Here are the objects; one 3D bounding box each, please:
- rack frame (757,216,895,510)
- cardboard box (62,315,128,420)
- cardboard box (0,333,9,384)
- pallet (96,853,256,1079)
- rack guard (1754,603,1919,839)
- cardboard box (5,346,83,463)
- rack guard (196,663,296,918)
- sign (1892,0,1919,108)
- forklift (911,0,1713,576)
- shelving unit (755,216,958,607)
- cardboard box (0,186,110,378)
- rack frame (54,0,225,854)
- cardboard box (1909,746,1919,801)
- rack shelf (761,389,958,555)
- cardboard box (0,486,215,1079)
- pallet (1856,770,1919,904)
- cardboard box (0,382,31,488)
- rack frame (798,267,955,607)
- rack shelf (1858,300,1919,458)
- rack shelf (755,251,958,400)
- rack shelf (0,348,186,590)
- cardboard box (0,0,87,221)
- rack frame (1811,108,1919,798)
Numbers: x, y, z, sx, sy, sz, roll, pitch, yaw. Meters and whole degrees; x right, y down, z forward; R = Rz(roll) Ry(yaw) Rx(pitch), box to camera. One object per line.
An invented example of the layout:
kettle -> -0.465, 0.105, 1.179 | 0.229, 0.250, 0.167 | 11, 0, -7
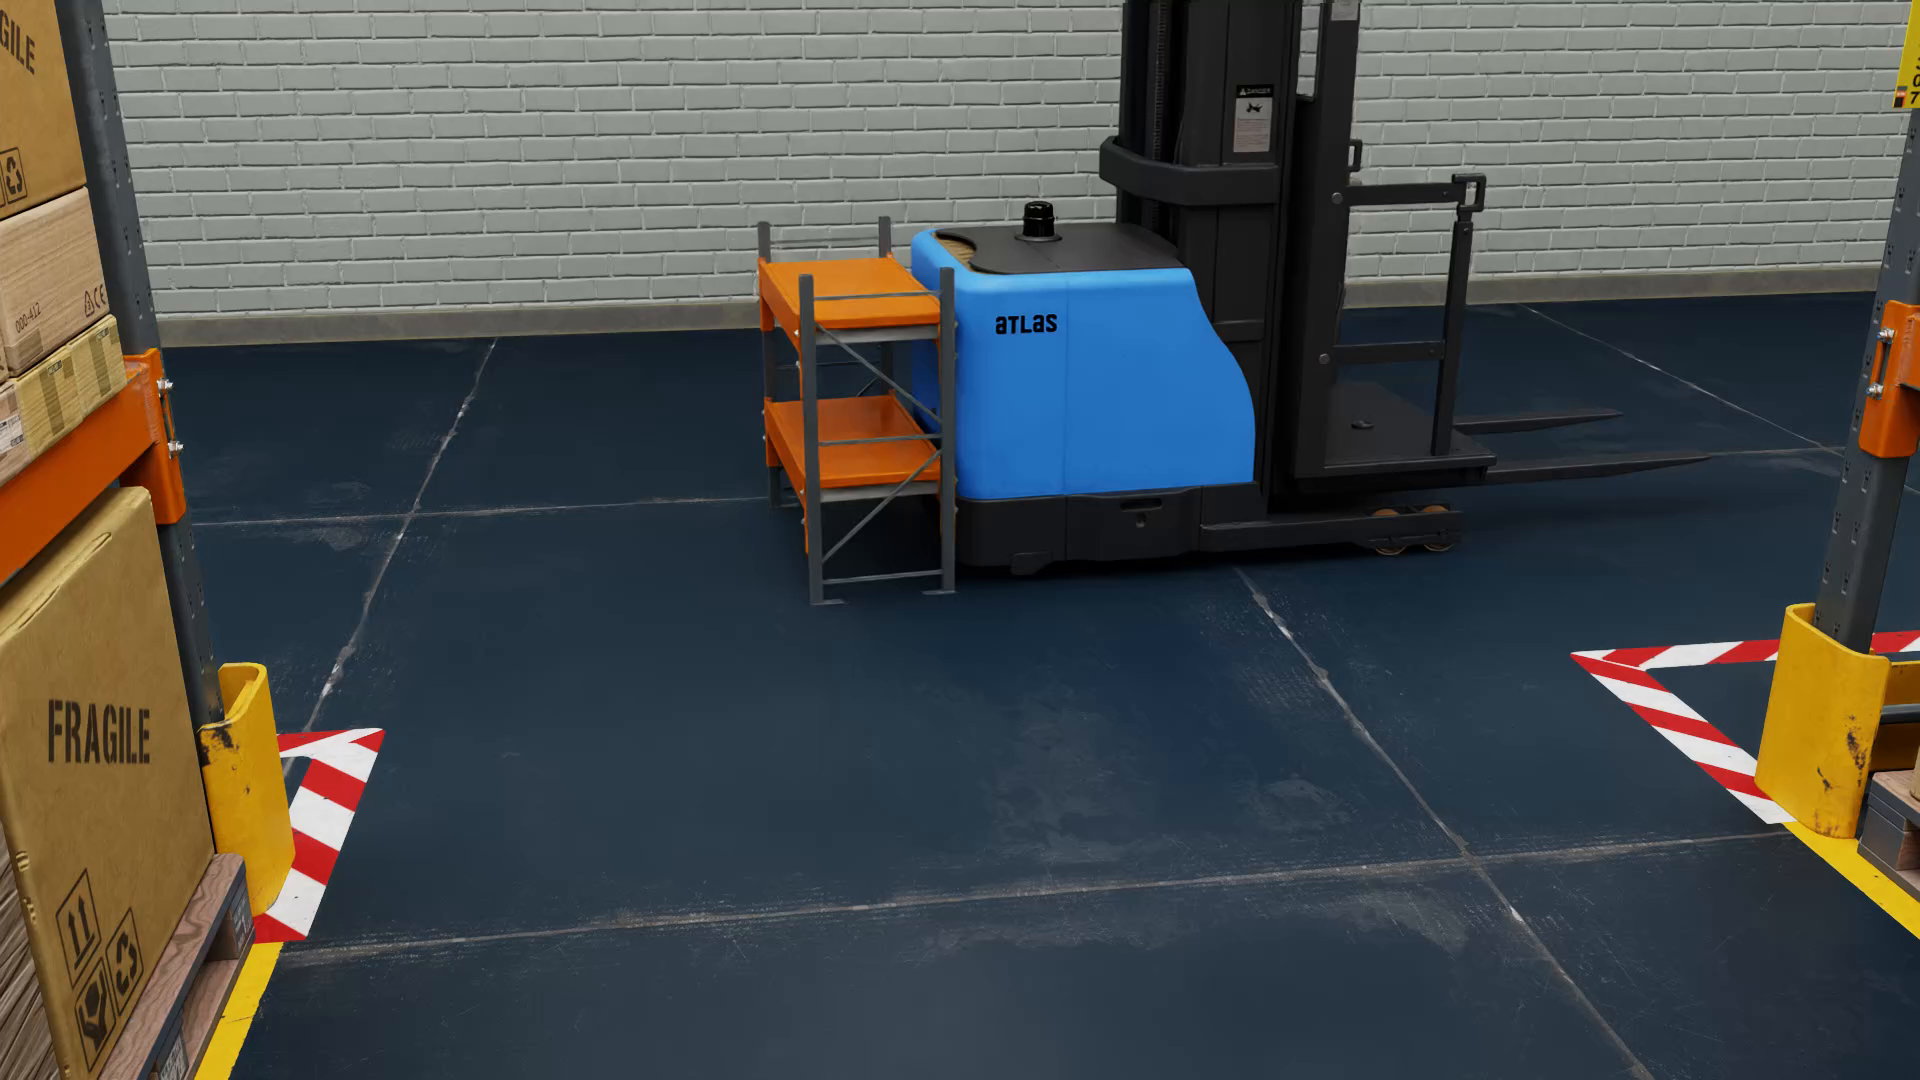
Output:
rack frame -> -0.506, -0.673, 6.410 | 0.500, 1.125, 0.032 | -5, 21, -13
cardboard box -> -1.830, -0.323, 3.154 | 0.380, 0.149, 0.250 | -3, 21, -7
cardboard box -> -1.802, -0.287, 2.486 | 0.500, 0.250, 0.500 | -3, 21, -9
pallet -> -2.014, 1.032, 3.152 | 1.003, 0.211, 1.213 | -3, 21, -8
rack guard -> 2.727, 0.435, 4.338 | 1.175, 0.500, 0.348 | -3, 21, -8
cardboard box -> -1.791, -0.233, 2.913 | 0.380, 0.149, 0.250 | -3, 21, -7
rack guard -> -2.211, 0.615, 3.855 | 1.175, 0.500, 0.348 | -3, 21, -8
sign -> 2.179, -1.141, 3.746 | 0.100, 0.325, 0.005 | -3, 21, -8
forklift -> 1.372, -1.493, 6.024 | 3.031, 2.935, 1.130 | -4, 21, -11
shelving unit -> -0.385, -0.500, 5.948 | 0.538, 1.125, 1.048 | -5, 21, -13
cardboard box -> -1.875, -0.462, 2.956 | 0.500, 0.250, 0.500 | -3, 21, -9
rack frame -> -2.207, -0.548, 3.395 | 1.000, 3.000, 0.127 | -3, 21, -8
cardboard box -> 2.474, 0.574, 3.868 | 0.380, 0.149, 0.250 | -2, 21, -7
rack shelf -> -0.385, -0.271, 6.033 | 0.538, 0.278, 1.000 | -5, 21, -13
cardboard box -> -2.036, 0.469, 3.111 | 0.875, 0.875, 0.875 | -3, 21, -8
pallet -> 2.809, 0.853, 3.631 | 1.003, 0.211, 1.213 | -3, 21, -8
cardboard box -> -1.756, -0.146, 2.679 | 0.380, 0.149, 0.250 | -3, 21, -8
rack frame -> -0.264, -0.328, 5.485 | 0.500, 1.125, 0.032 | -5, 21, -13
rack shelf -> 3.004, 0.267, 2.243 | 1.077, 0.370, 4.000 | -3, 21, -8
rack shelf -> -0.385, -0.774, 5.845 | 0.538, 0.278, 1.000 | -5, 21, -13
rack shelf -> -1.919, 0.482, 1.667 | 1.077, 0.370, 4.000 | -3, 21, -8
cardboard box -> -1.877, -0.813, 2.822 | 0.500, 0.500, 0.500 | -3, 21, -7
rack frame -> 2.716, -0.763, 3.971 | 1.000, 3.000, 0.127 | -3, 21, -8
